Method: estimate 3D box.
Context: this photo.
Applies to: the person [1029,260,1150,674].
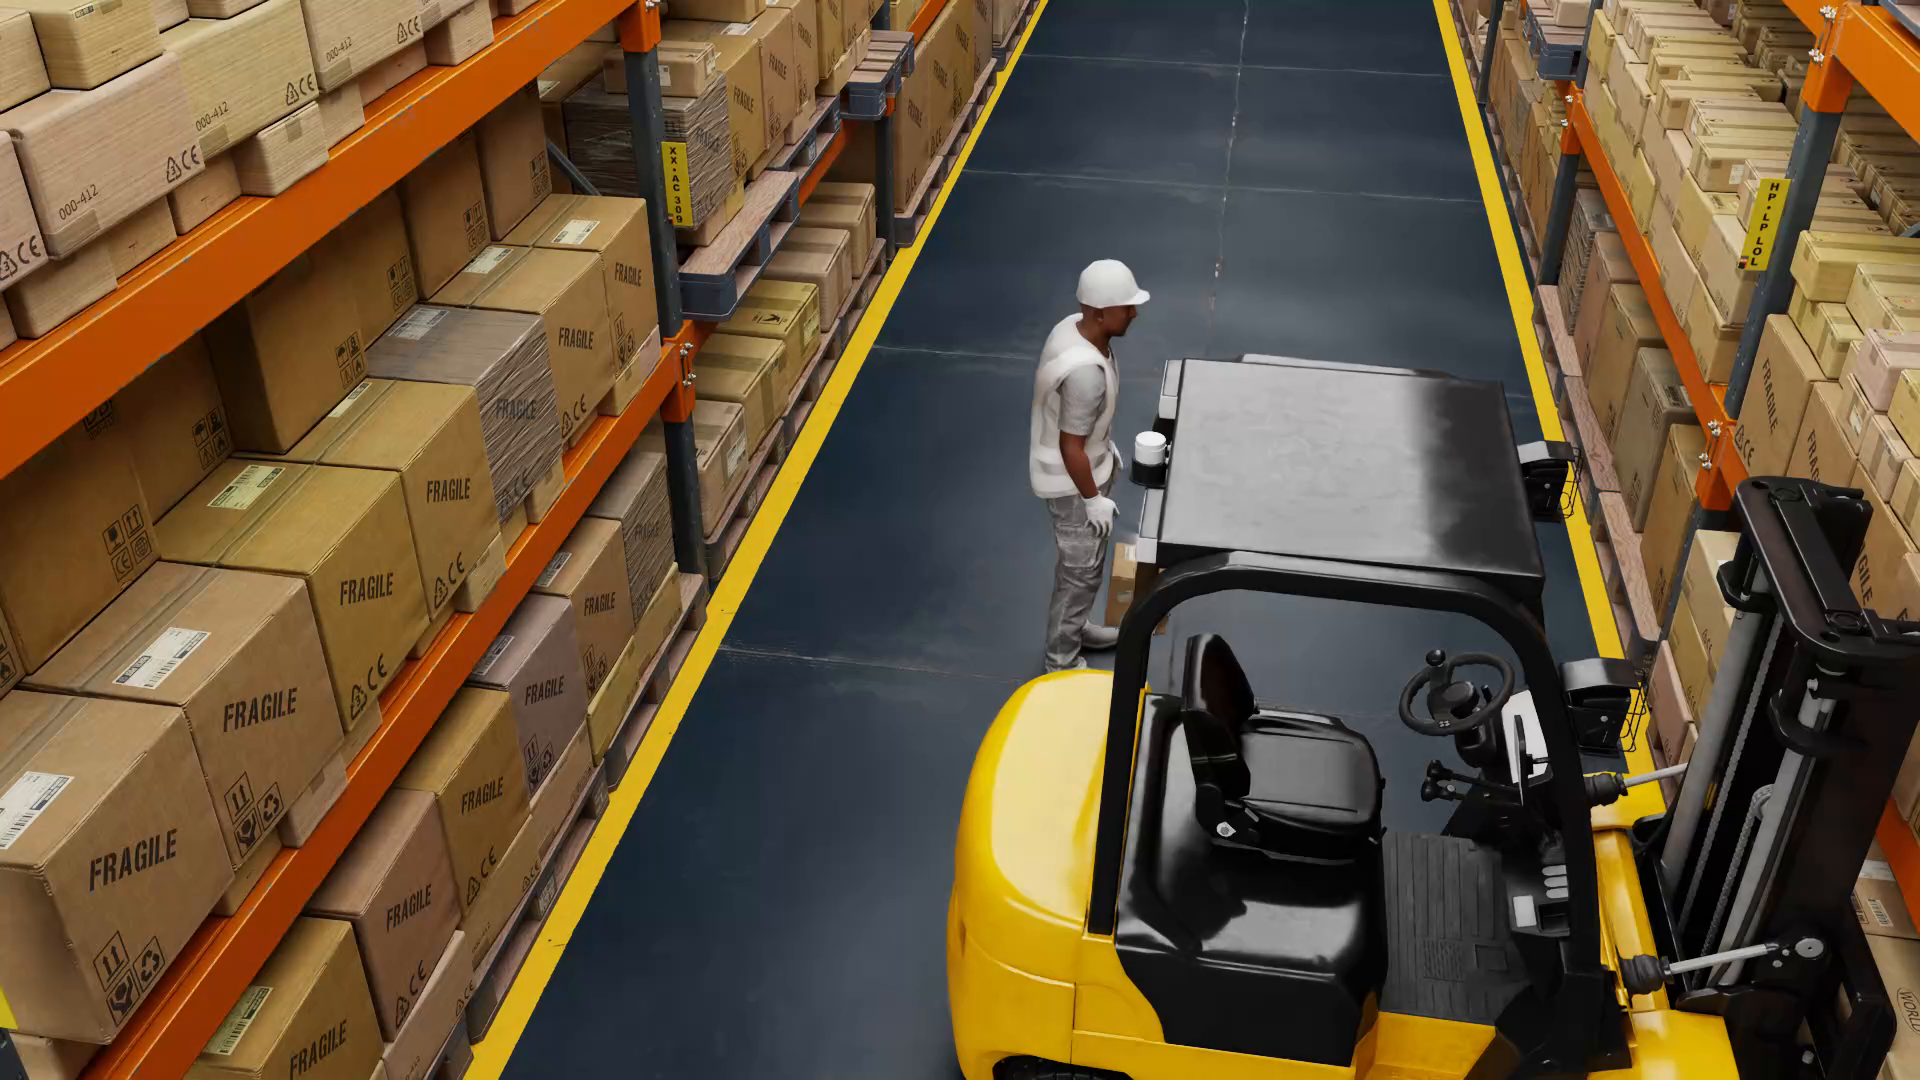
[{"bbox_3d":[0.486,-0.255,6.529,0.426,1.778,0.584,4,32,7],"label":"person"}]
